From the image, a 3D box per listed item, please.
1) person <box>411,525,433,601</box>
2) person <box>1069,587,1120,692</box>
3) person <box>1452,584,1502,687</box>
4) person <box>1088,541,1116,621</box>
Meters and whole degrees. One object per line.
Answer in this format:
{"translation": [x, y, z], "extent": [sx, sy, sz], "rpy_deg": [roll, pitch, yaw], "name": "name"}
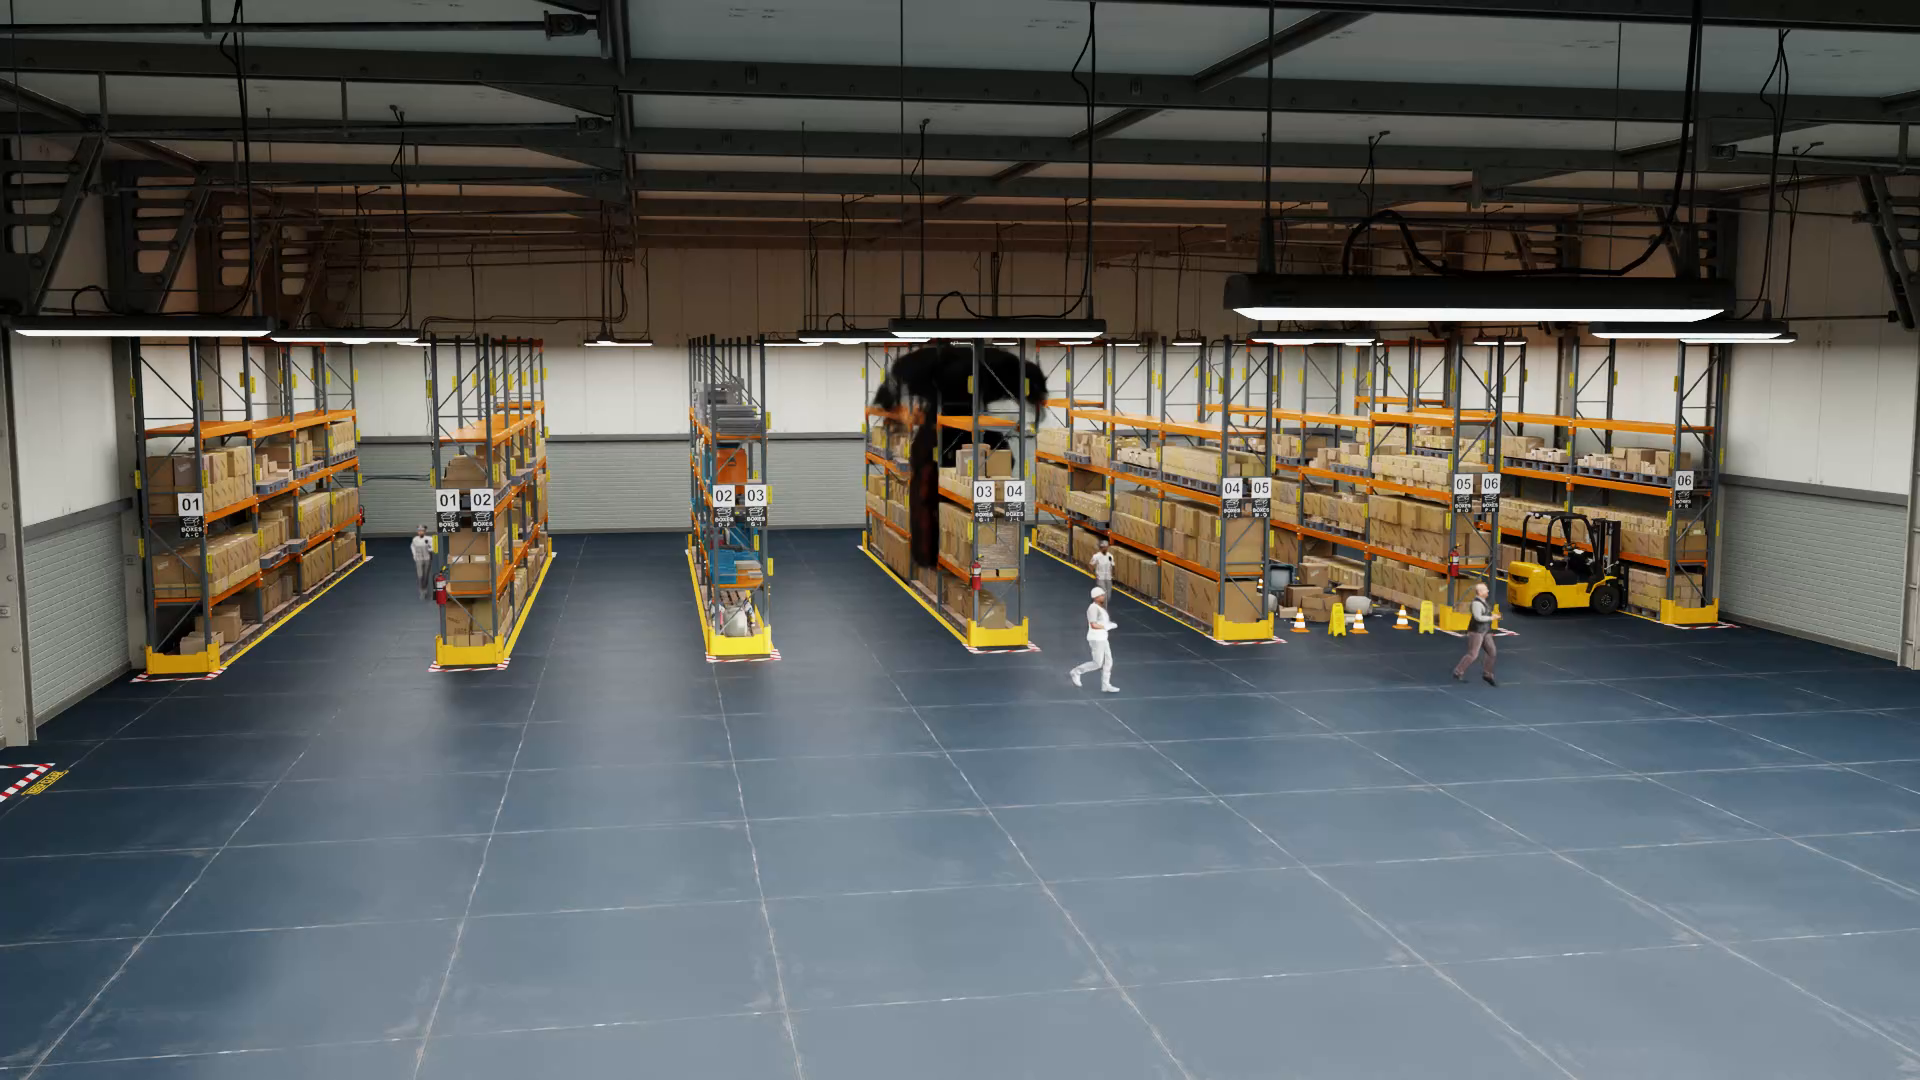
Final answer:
{"translation": [-12.343, 0.496, 38.327], "extent": [0.592, 1.730, 0.850], "rpy_deg": [-2, 7, -16], "name": "person"}
{"translation": [2.260, 1.660, 27.794], "extent": [0.847, 1.759, 0.699], "rpy_deg": [2, 7, 15], "name": "person"}
{"translation": [8.817, 1.629, 28.301], "extent": [0.786, 1.789, 0.672], "rpy_deg": [4, 8, 34], "name": "person"}
{"translation": [3.042, 0.843, 35.388], "extent": [0.585, 1.695, 0.675], "rpy_deg": [-2, 7, -17], "name": "person"}
